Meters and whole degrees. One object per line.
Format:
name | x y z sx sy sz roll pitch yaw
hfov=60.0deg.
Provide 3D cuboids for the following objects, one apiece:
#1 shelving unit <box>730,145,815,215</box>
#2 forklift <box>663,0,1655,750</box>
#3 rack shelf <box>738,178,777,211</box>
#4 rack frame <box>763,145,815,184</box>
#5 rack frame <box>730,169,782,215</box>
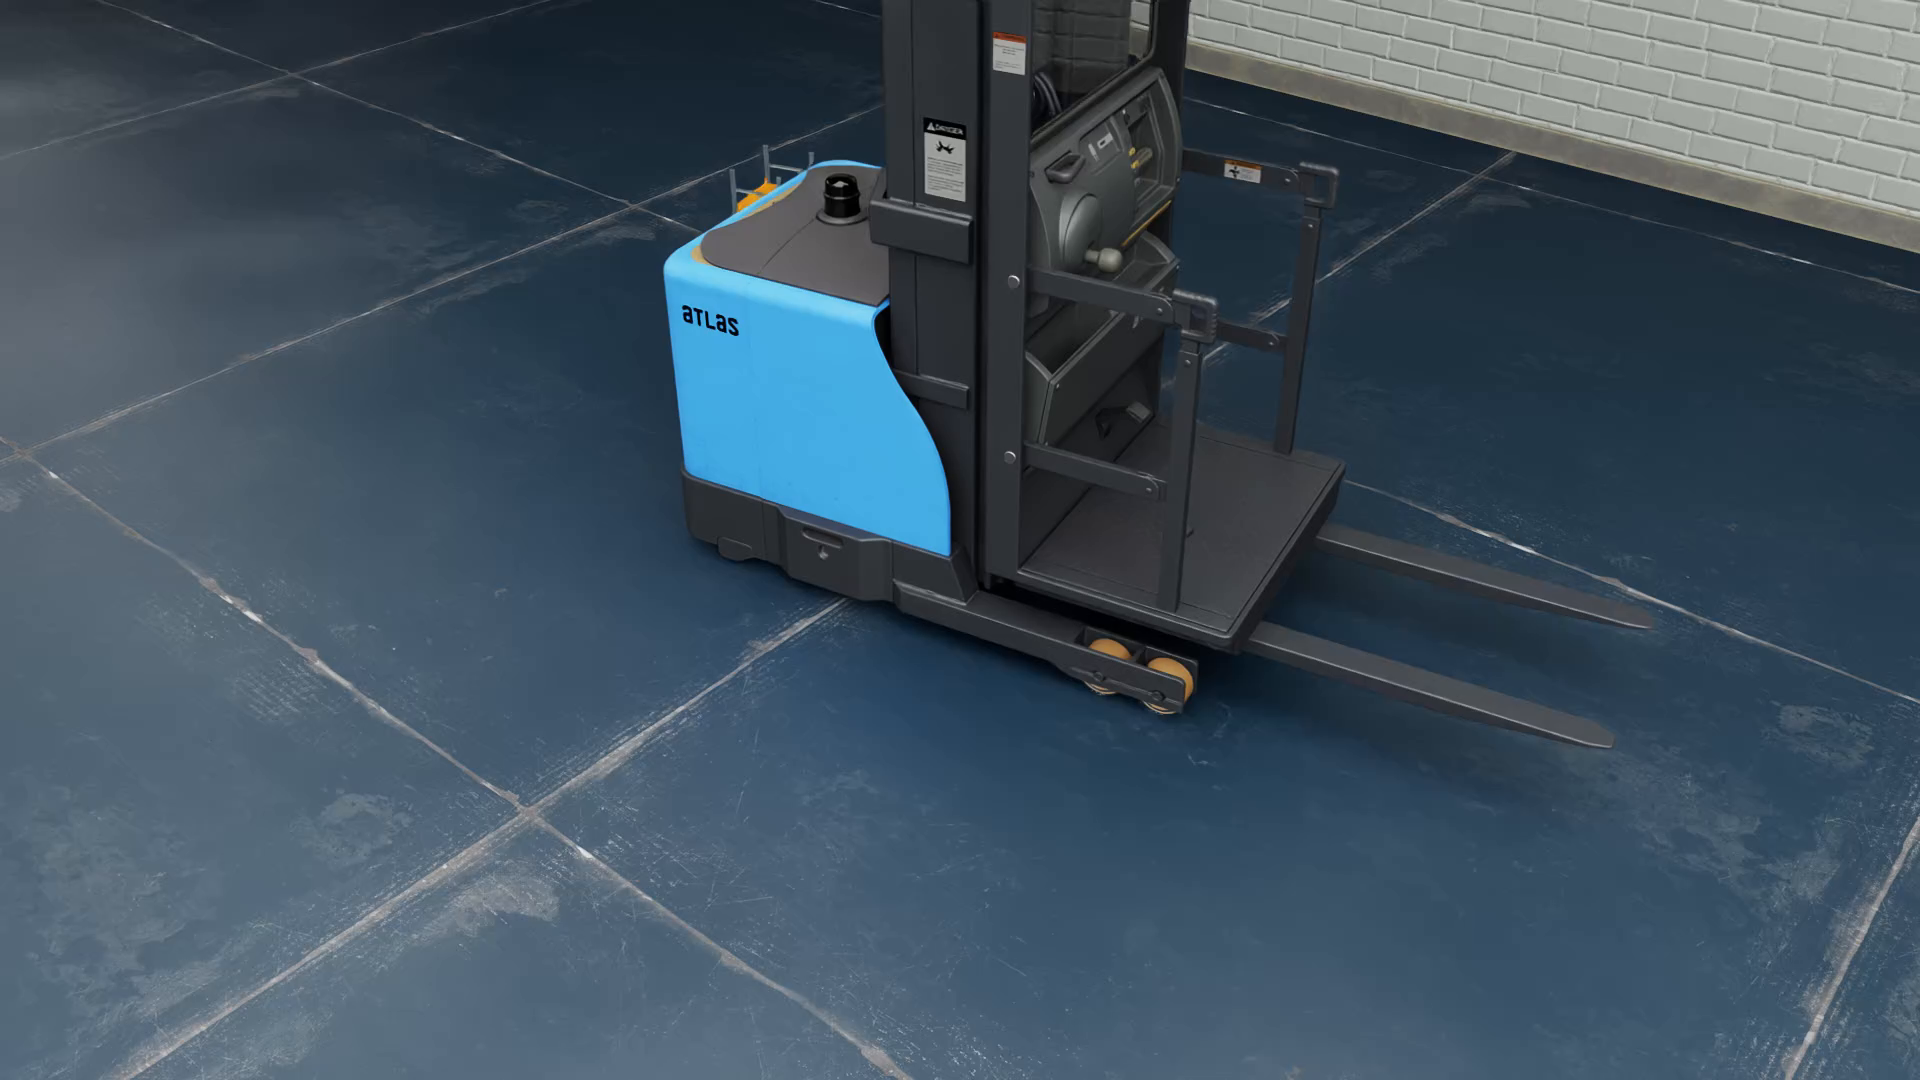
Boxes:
shelving unit | -0.658 -0.896 6.127 0.215 1.050 0.252 13 37 19
forklift | 0.606 -1.032 4.663 3.031 2.935 1.130 17 38 23
rack shelf | -0.658 -1.121 5.973 0.215 0.259 0.240 13 37 19
rack frame | -0.611 -0.960 6.220 0.200 1.050 0.008 13 37 19
rack frame | -0.706 -0.833 6.035 0.200 1.050 0.008 13 37 19
